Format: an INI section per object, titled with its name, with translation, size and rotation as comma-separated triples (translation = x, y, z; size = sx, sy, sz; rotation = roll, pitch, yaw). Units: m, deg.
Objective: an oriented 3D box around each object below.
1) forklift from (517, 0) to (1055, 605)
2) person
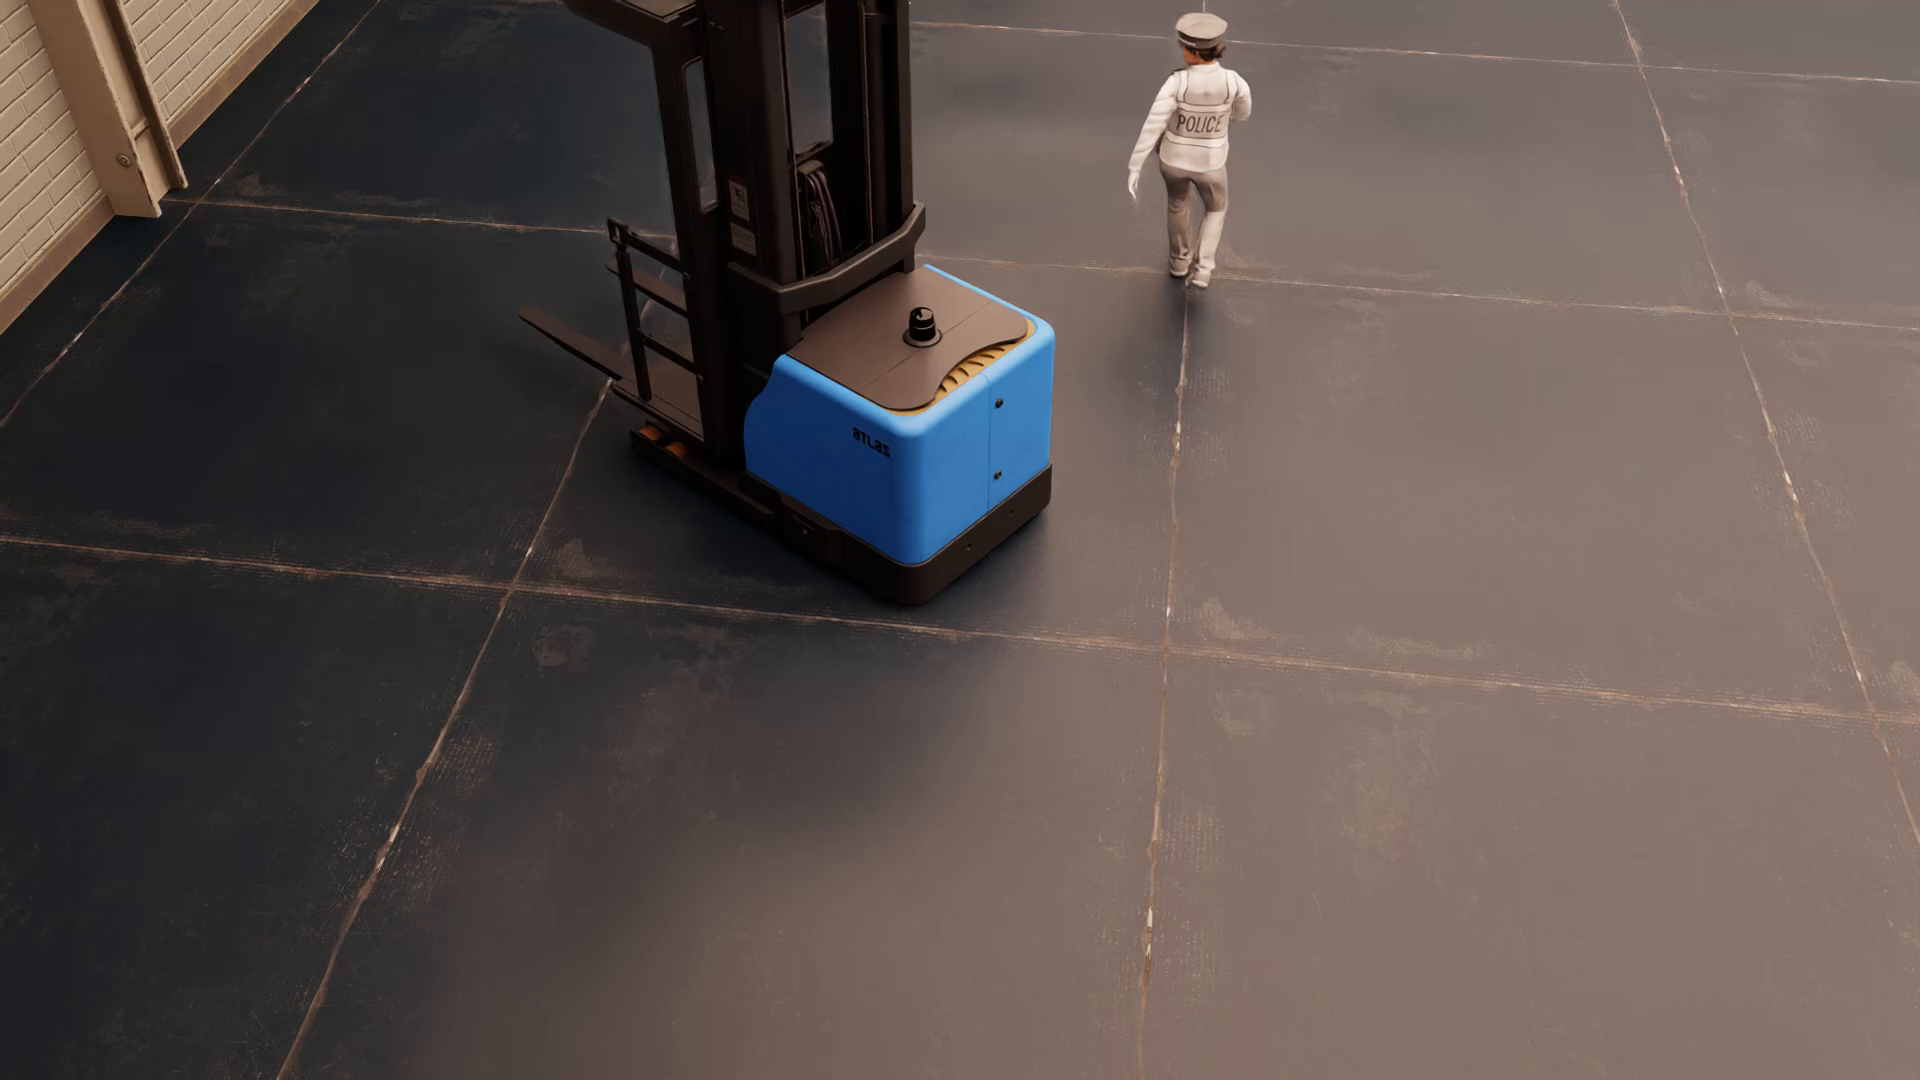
[forklift]
translation = -1.009, -1.642, 7.511
size = 3.031, 2.935, 1.130
rotation = 30, 51, 29
[person]
translation = 1.233, -2.059, 8.963
size = 0.587, 1.604, 0.634
rotation = 9, 43, 10
